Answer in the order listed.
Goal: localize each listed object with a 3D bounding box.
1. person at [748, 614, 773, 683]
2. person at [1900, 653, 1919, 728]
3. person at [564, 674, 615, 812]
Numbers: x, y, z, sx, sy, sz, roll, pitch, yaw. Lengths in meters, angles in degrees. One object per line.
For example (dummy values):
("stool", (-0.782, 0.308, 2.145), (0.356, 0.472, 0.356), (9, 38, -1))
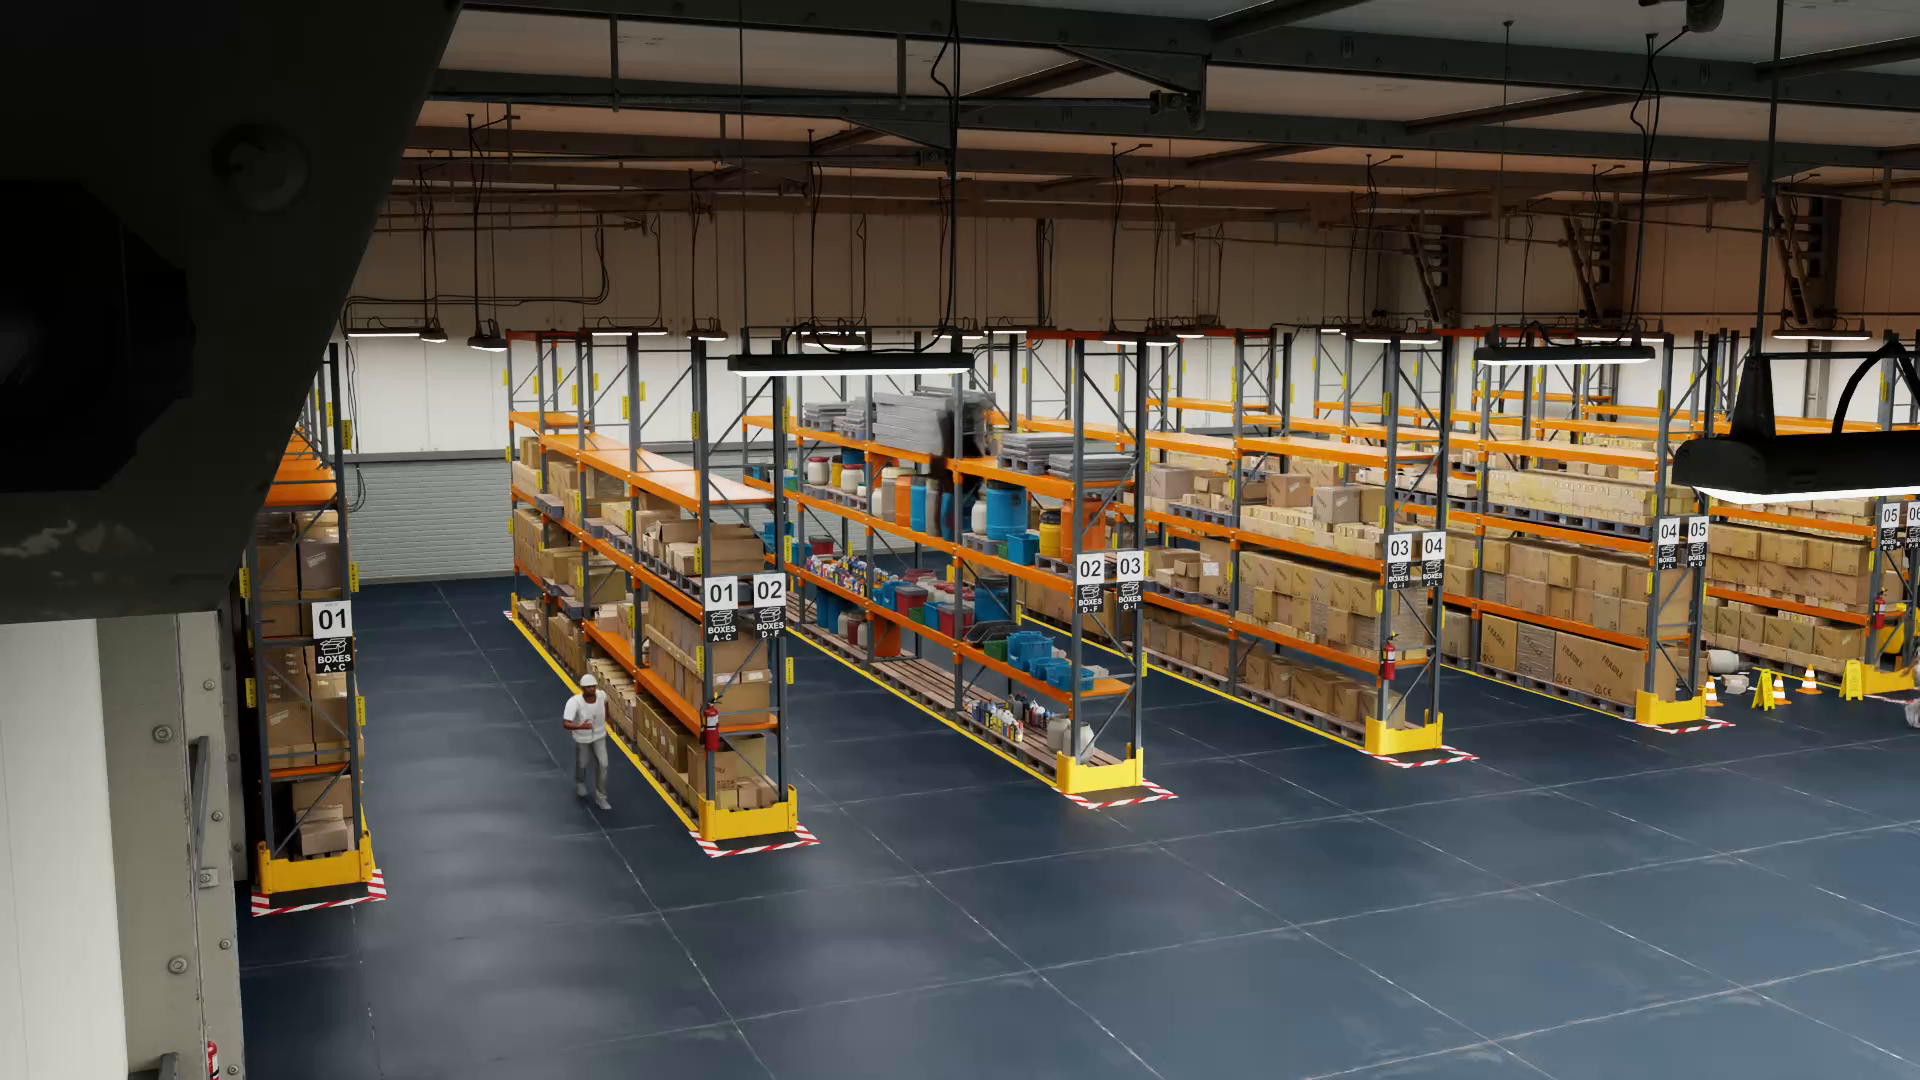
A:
("person", (-3.457, 1.603, 28.861), (0.512, 1.626, 0.824), (-4, 9, -24))
("person", (14.856, 2.085, 25.483), (0.606, 1.582, 0.693), (-7, 10, -42))
("person", (-4.781, 2.546, 21.427), (0.717, 1.719, 0.964), (-4, 9, -28))
